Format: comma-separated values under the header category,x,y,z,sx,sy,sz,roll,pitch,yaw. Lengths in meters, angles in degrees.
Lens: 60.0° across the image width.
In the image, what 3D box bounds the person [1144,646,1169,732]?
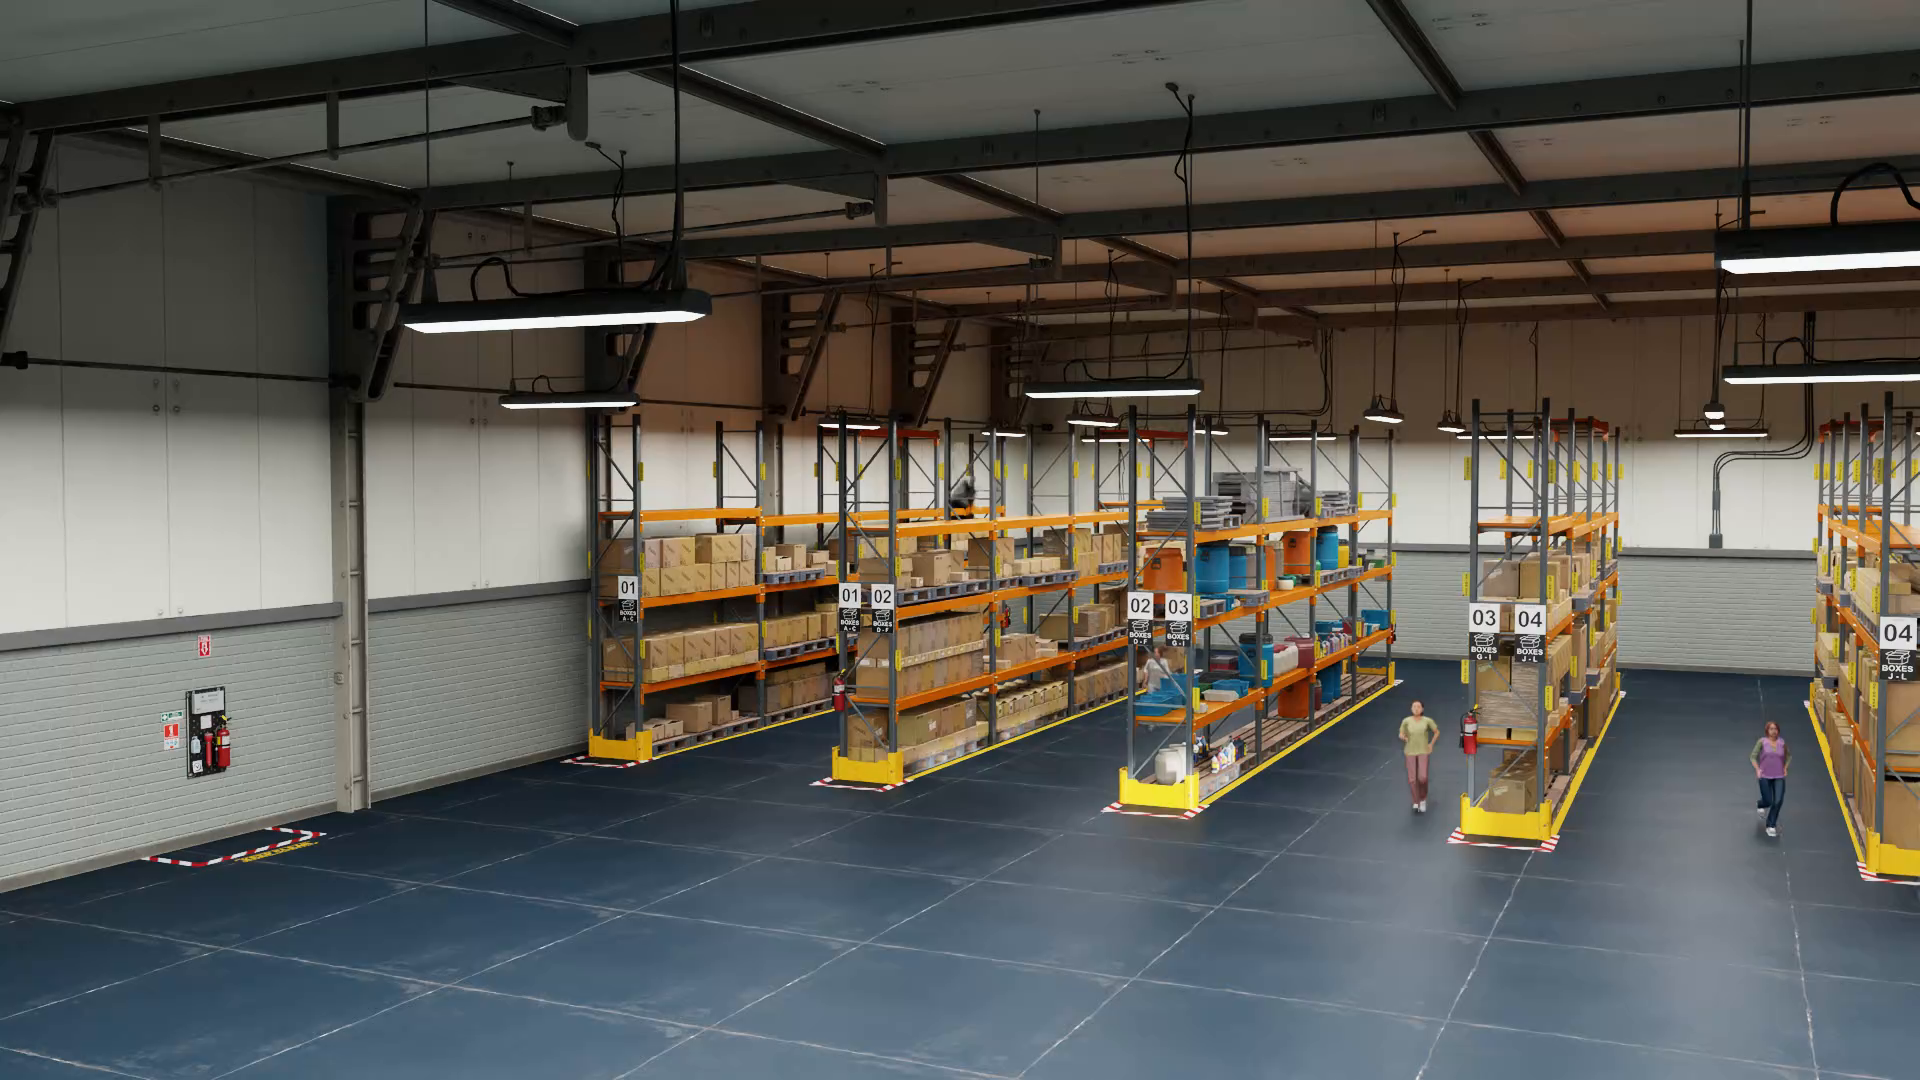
category,x,y,z,sx,sy,sz,roll,pitch,yaw
person,3.792,2.890,32.184,0.495,1.618,0.710,0,2,11

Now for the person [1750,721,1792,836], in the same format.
category,x,y,z,sx,sy,sz,roll,pitch,yaw
person,11.230,3.283,23.025,0.537,1.561,0.589,1,2,13

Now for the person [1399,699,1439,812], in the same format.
category,x,y,z,sx,sy,sz,roll,pitch,yaw
person,6.715,3.170,24.404,0.564,1.641,0.583,1,3,22
